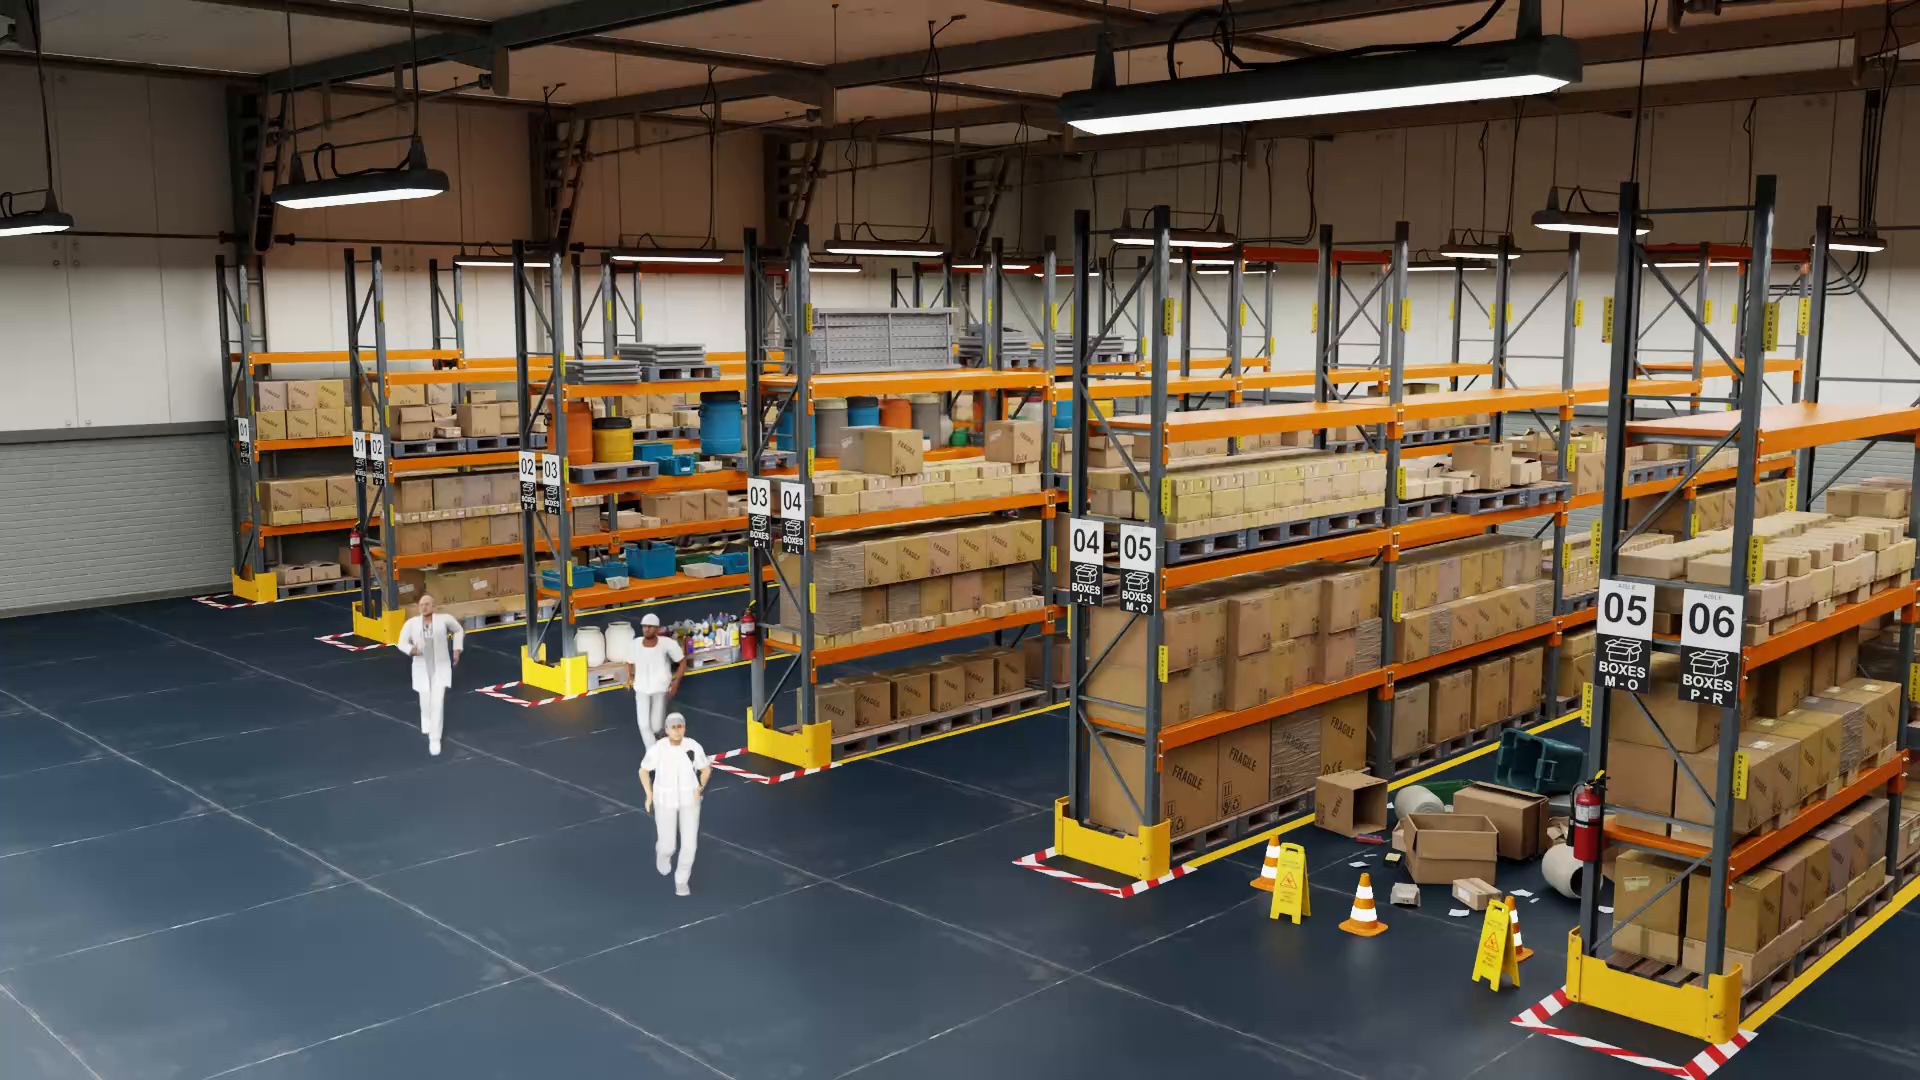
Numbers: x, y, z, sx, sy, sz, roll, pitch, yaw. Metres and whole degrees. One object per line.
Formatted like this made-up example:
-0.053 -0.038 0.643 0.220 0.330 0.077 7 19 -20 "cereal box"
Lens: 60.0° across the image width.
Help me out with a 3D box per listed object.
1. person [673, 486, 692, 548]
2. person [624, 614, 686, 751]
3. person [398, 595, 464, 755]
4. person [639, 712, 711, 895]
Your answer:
-5.446 -0.313 32.867 0.610 1.696 0.627 6 10 37 "person"
-3.442 1.682 18.648 0.696 1.735 0.588 1 8 9 "person"
-6.203 1.524 19.541 0.720 1.801 1.061 -1 8 -9 "person"
-2.490 2.315 14.639 0.621 1.604 0.554 -2 8 -17 "person"
